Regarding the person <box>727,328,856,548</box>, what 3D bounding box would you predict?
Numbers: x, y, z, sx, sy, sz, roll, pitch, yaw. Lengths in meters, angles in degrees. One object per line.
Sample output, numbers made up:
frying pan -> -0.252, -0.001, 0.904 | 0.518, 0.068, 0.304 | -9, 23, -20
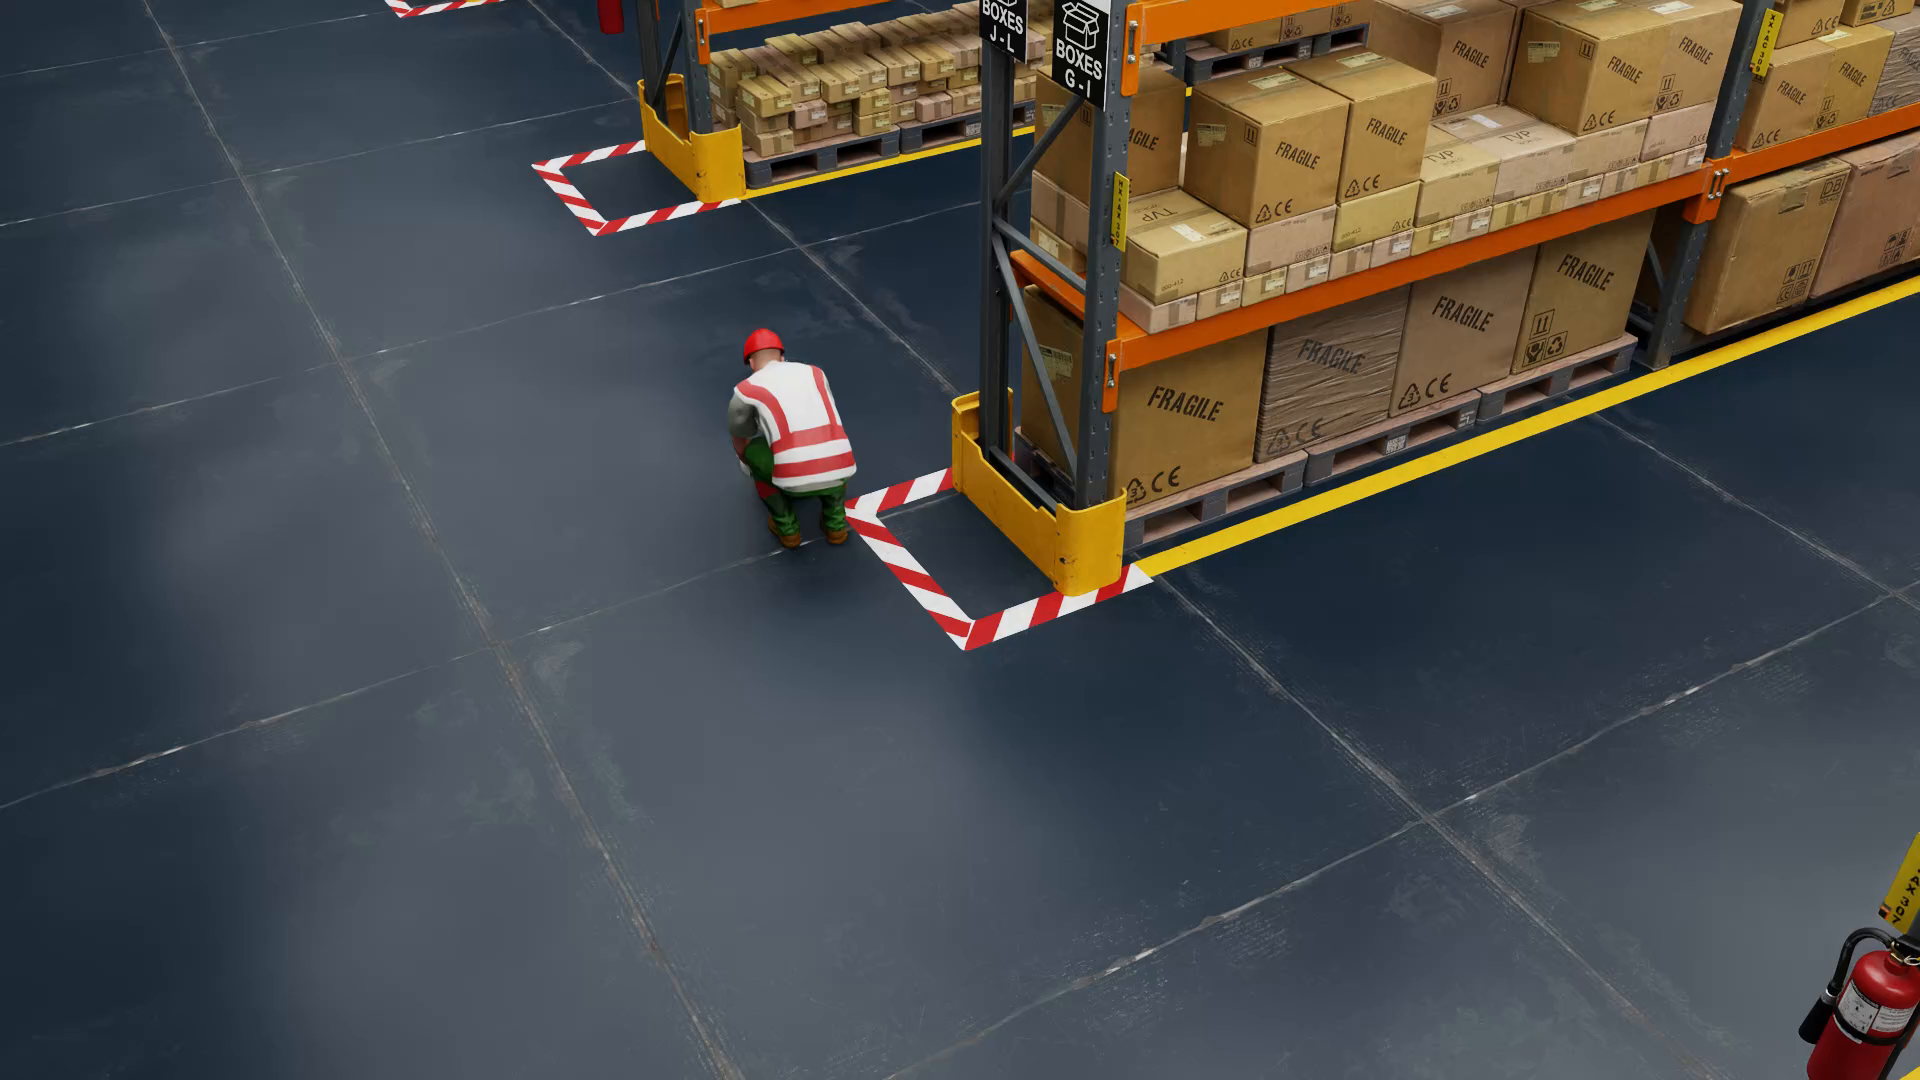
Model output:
person -> -0.837, -0.473, 8.257 | 0.571, 0.951, 0.895 | -11, 38, -15
